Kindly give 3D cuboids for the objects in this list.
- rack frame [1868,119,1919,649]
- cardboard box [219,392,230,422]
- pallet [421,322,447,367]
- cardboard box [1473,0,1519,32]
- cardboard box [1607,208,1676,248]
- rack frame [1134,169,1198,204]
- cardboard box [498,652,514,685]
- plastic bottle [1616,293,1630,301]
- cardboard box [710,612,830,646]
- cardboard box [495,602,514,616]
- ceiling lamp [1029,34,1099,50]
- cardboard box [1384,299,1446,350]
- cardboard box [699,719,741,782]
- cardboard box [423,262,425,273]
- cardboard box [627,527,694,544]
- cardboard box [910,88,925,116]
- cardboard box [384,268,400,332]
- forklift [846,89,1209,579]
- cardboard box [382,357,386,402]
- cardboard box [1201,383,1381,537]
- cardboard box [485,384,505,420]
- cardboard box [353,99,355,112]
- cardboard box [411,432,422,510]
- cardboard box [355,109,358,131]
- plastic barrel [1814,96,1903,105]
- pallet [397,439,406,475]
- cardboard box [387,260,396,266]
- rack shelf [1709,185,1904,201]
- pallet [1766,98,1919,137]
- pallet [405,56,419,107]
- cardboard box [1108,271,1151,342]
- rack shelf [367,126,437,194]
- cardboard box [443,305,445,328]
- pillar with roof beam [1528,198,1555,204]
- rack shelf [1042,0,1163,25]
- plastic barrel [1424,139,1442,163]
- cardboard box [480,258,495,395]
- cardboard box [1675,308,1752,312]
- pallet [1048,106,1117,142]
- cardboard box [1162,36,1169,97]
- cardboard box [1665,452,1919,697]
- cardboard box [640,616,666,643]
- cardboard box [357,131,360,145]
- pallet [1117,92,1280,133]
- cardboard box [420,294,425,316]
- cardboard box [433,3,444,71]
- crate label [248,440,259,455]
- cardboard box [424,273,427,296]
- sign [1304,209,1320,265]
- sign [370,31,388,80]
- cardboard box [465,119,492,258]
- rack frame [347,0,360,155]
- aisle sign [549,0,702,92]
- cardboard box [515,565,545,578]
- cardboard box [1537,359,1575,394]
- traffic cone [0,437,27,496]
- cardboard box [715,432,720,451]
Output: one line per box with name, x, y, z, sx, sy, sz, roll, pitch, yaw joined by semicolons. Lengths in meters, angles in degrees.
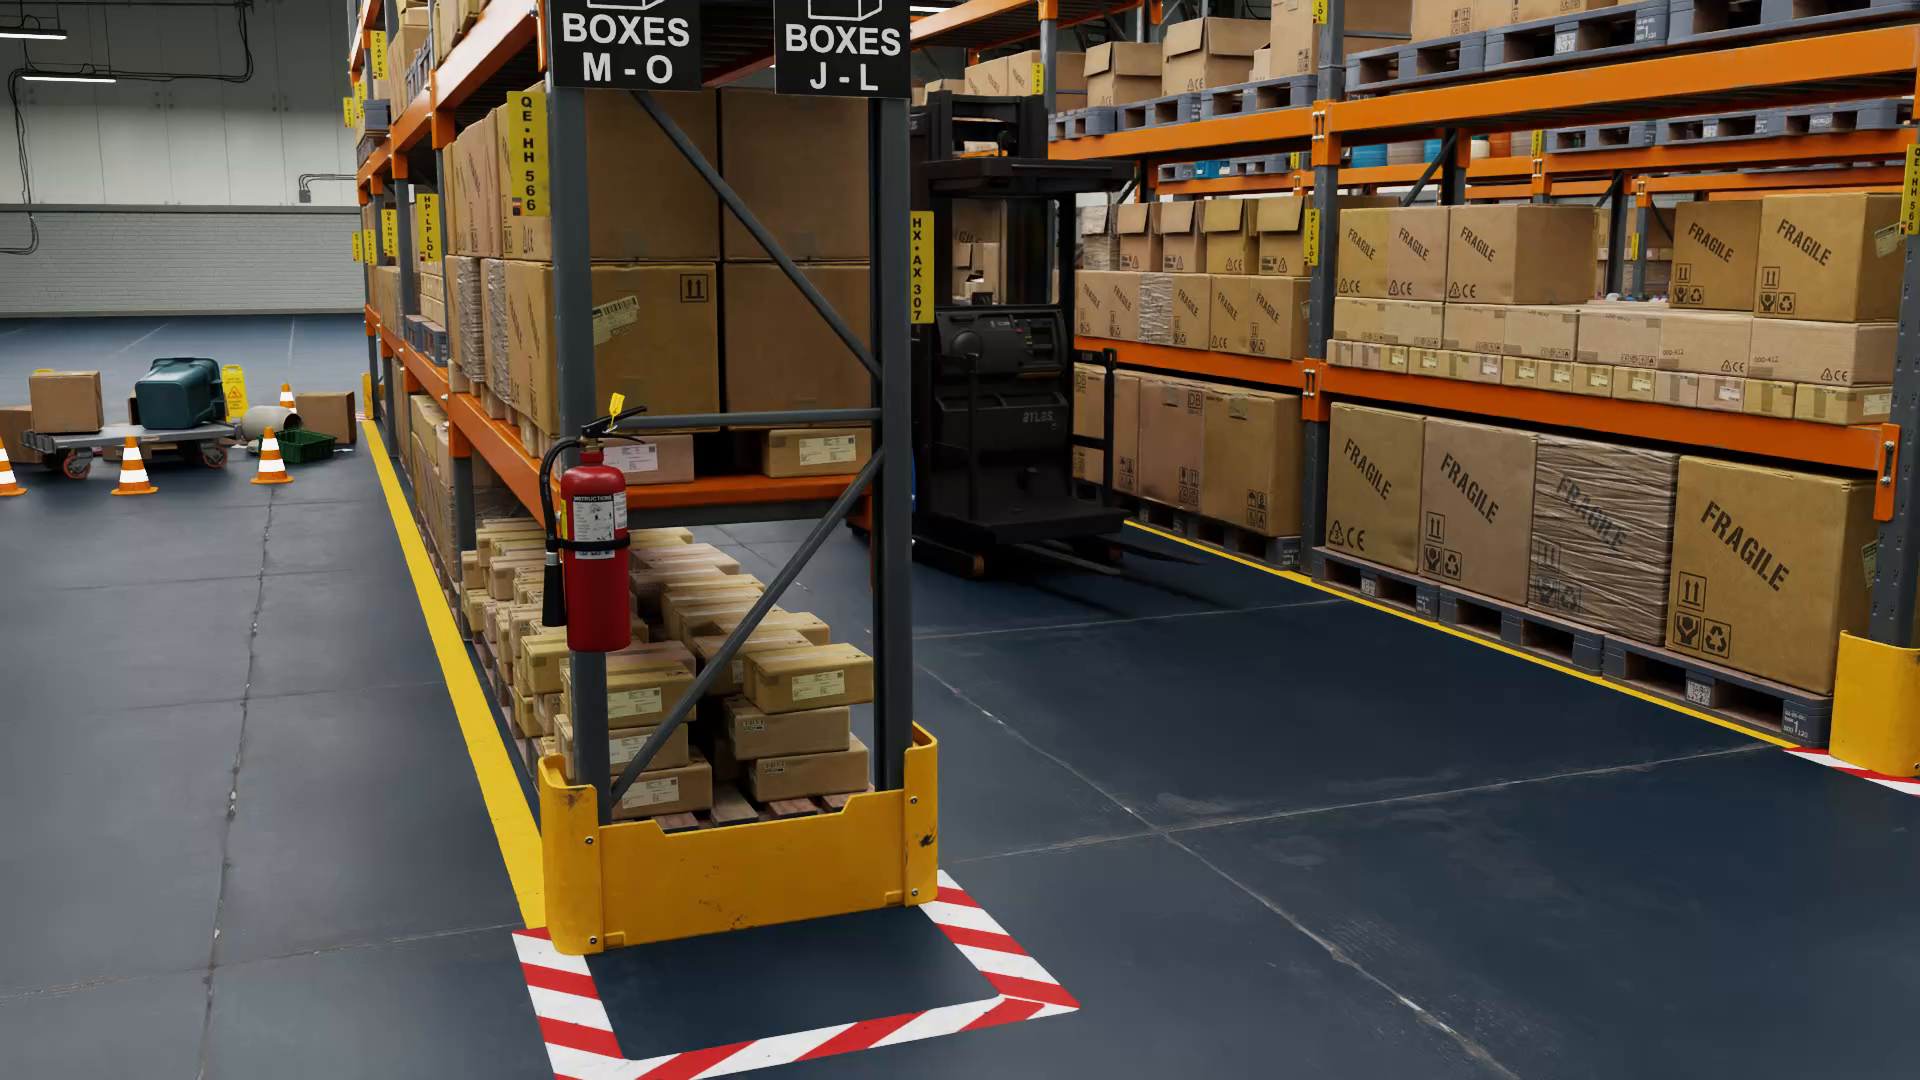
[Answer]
rack frame;4.030;-0.637;6.438;1.000;3.000;0.127;-4;11;-21
cardboard box;-8.009;-1.265;17.095;0.637;0.503;0.797;5;11;28
pallet;-2.773;-1.230;10.317;1.003;0.211;1.213;-4;11;-21
cardboard box;3.111;-2.860;8.600;0.700;0.500;0.500;-3;11;-18
cardboard box;8.749;-3.984;21.263;0.700;0.500;0.500;-4;11;-21
rack frame;2.848;-3.563;22.887;1.000;3.000;0.127;-4;11;-21
cardboard box;-1.739;0.494;7.020;0.380;0.149;0.250;-4;11;-22
plastic bottle;5.776;-2.009;14.480;0.061;0.283;0.133;-4;11;-21
cardboard box;-0.687;0.371;6.011;0.380;0.149;0.250;-4;11;-21
cardboard box;-1.744;0.347;6.997;0.380;0.149;0.250;-4;11;-21
ceiling lamp;2.348;-12.424;38.905;2.000;3.185;0.800;-4;11;-21
cardboard box;2.682;-1.188;9.113;0.500;0.250;0.500;-4;11;-21
cardboard box;-0.692;0.714;5.780;0.380;0.149;0.250;-4;11;-21
cardboard box;-3.442;-1.889;11.297;0.380;0.149;0.250;-4;11;-22
cardboard box;-1.481;0.033;7.913;0.380;0.149;0.250;-4;11;-21
cardboard box;-0.241;-4.247;16.674;0.797;0.503;0.637;-4;11;-24
cardboard box;-4.492;-1.997;13.797;0.500;0.500;0.500;-4;11;-20
forklift;0.374;-1.295;10.330;1.130;2.935;3.031;-6;12;-29
cardboard box;-6.120;-2.005;18.994;0.875;0.875;0.875;-4;11;-21
cardboard box;2.330;-0.554;10.838;1.225;0.875;0.875;-4;11;-21
cardboard box;-1.759;-0.589;6.886;0.380;0.149;0.250;-3;11;-18
cardboard box;-6.603;-4.878;18.667;0.380;0.149;0.250;-4;11;-20
cardboard box;-3.510;-0.489;11.544;0.500;0.500;0.500;-4;11;-23
cardboard box;-6.307;-4.578;18.122;0.500;0.250;0.500;-4;11;-22
plastic barrel;6.677;-3.517;12.325;0.600;0.588;0.600;0;10;0
pallet;-4.628;-0.804;15.336;1.003;0.211;1.213;-4;11;-21
cardboard box;-5.123;-2.431;16.094;0.875;0.550;0.550;-4;11;-21
rack shelf;12.806;-4.988;24.387;1.077;0.370;4.000;-4;11;-21
pallet;6.821;-3.110;12.314;1.213;0.211;1.003;-4;11;-21
pallet;-2.582;-2.653;9.741;1.213;0.211;1.003;-4;11;-21
cardboard box;1.431;-1.728;12.286;0.500;0.500;0.500;-4;11;-22
rack shelf;-4.254;-3.094;13.738;1.077;0.370;4.000;-4;11;-21
cardboard box;-2.788;-1.296;9.662;0.380;0.149;0.250;-4;11;-23
pillar with roof beam;6.955;-7.792;29.533;9.100;9.000;0.548;-4;11;-21
rack shelf;1.855;-4.019;11.517;1.077;0.370;4.000;-4;11;-21
plastic barrel;5.158;-4.351;17.321;0.600;0.901;0.708;-4;11;-21
cardboard box;-1.578;-0.840;6.445;0.500;0.500;0.500;-3;11;-18
cardboard box;3.734;-0.972;7.899;0.500;0.250;0.500;-4;11;-23
pallet;1.413;-3.225;12.961;1.213;0.211;1.003;-3;11;-18
cardboard box;1.814;-3.446;12.176;0.500;0.500;0.500;-3;11;-18
cardboard box;3.723;0.103;7.146;0.875;0.875;0.875;-4;11;-21
cardboard box;-1.112;0.399;6.703;0.380;0.149;0.250;-3;11;-18
cardboard box;-6.327;-4.360;18.032;0.380;0.149;0.250;-4;11;-20
pallet;1.822;-3.043;11.936;1.003;0.211;1.213;-3;11;-18
cardboard box;-3.555;-1.642;11.605;0.380;0.149;0.250;-4;11;-22
cardboard box;-2.158;-2.303;7.663;0.500;0.250;0.500;-3;11;-18
crate label;-6.714;-0.896;16.065;0.250;0.136;0.298;5;11;28
cardboard box;-3.440;-1.739;11.298;0.380;0.149;0.250;-3;11;-18
sign;2.078;-1.785;9.812;0.100;0.325;0.005;-4;11;-21
sign;-4.049;-3.381;11.597;0.100;0.325;0.005;-4;11;-21
cardboard box;-1.602;-1.339;6.393;0.500;0.500;0.500;-4;11;-23
rack frame;-6.428;-5.904;18.918;1.000;3.000;0.127;-4;11;-21
aisle sign;-0.883;-1.588;4.360;0.394;0.787;0.004;-4;11;-21
cardboard box;-1.658;0.195;7.000;0.380;0.149;0.250;-4;11;-23
cardboard box;3.040;-0.800;8.072;0.380;0.149;0.250;-4;11;-20
traffic cone;-7.801;-0.605;13.498;0.336;0.463;0.334;-4;11;-21
cardboard box;-0.620;-0.375;5.682;0.380;0.149;0.250;-4;11;-23
